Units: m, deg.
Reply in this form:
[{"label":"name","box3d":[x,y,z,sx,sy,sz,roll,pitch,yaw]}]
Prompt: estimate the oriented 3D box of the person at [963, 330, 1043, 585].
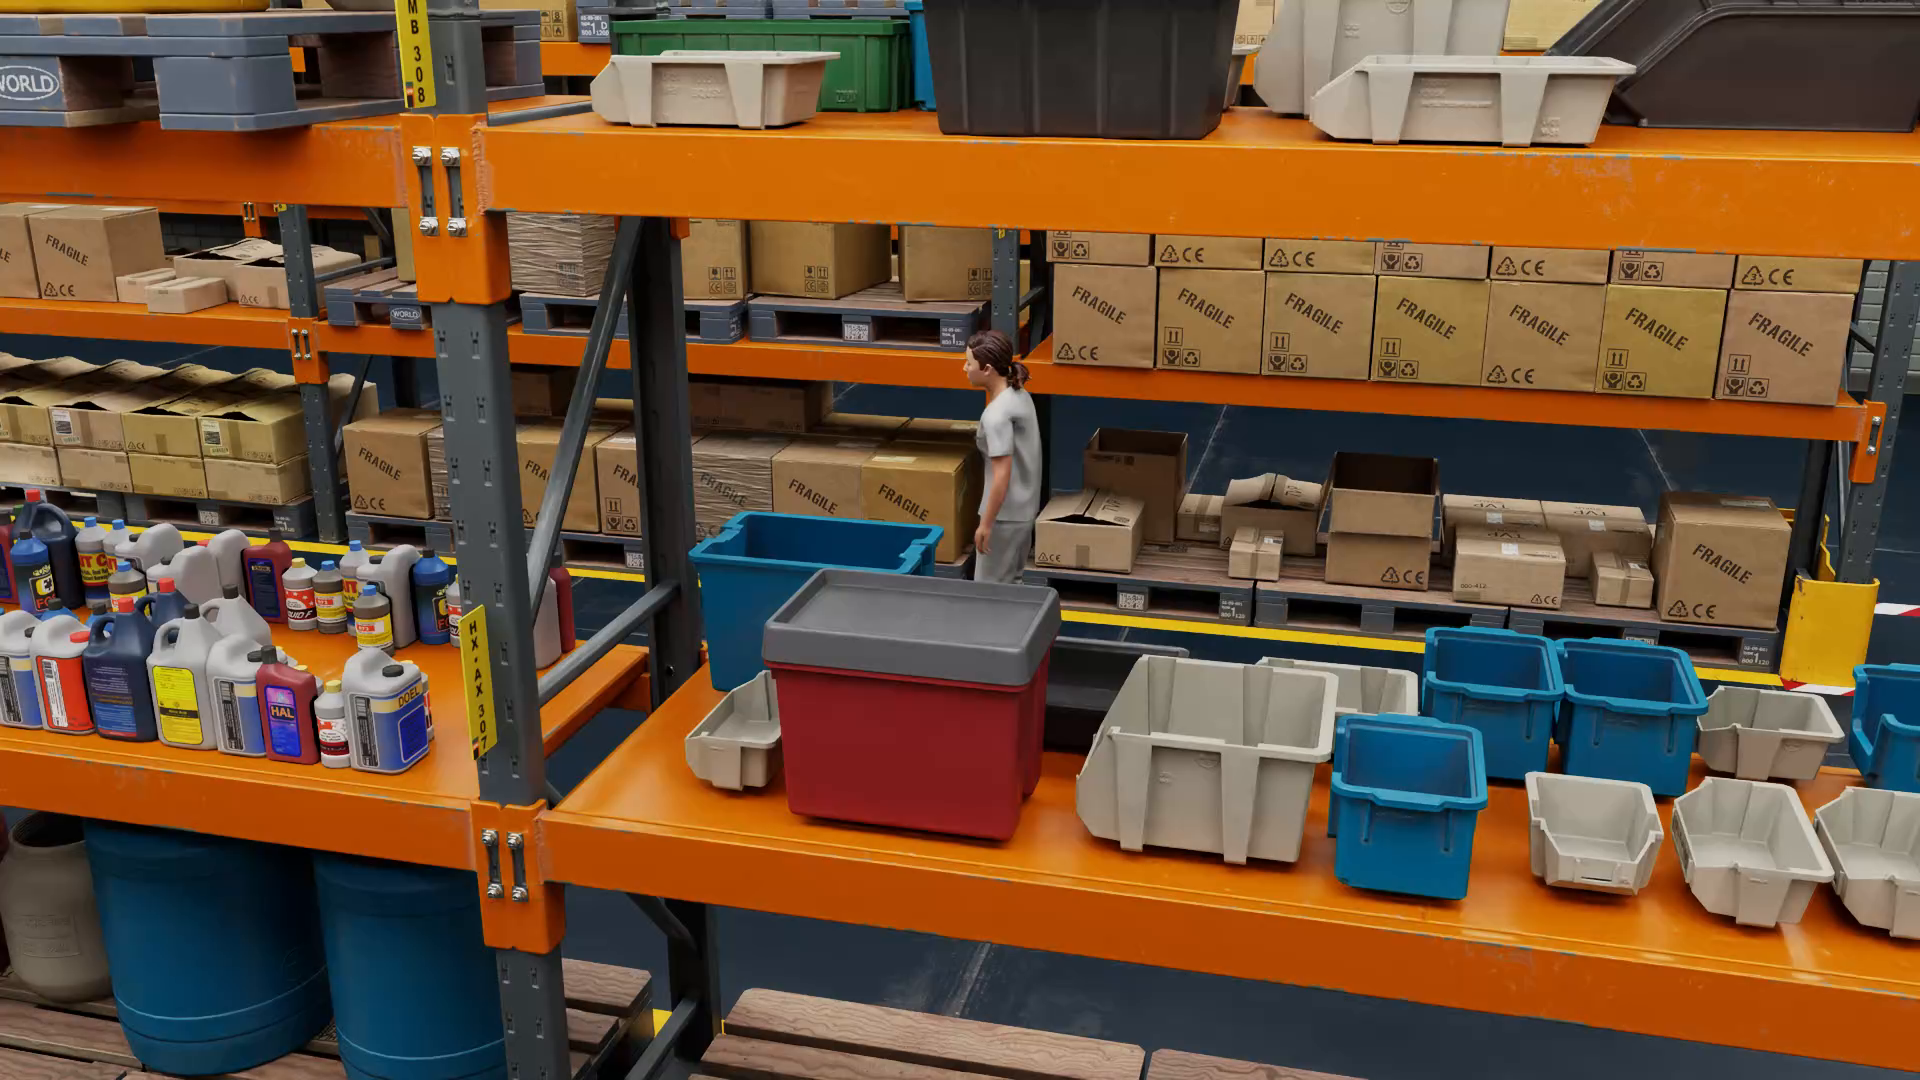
[{"label":"person","box3d":[0.182,-0.114,7.405,0.354,1.672,0.496,4,19,13]}]
